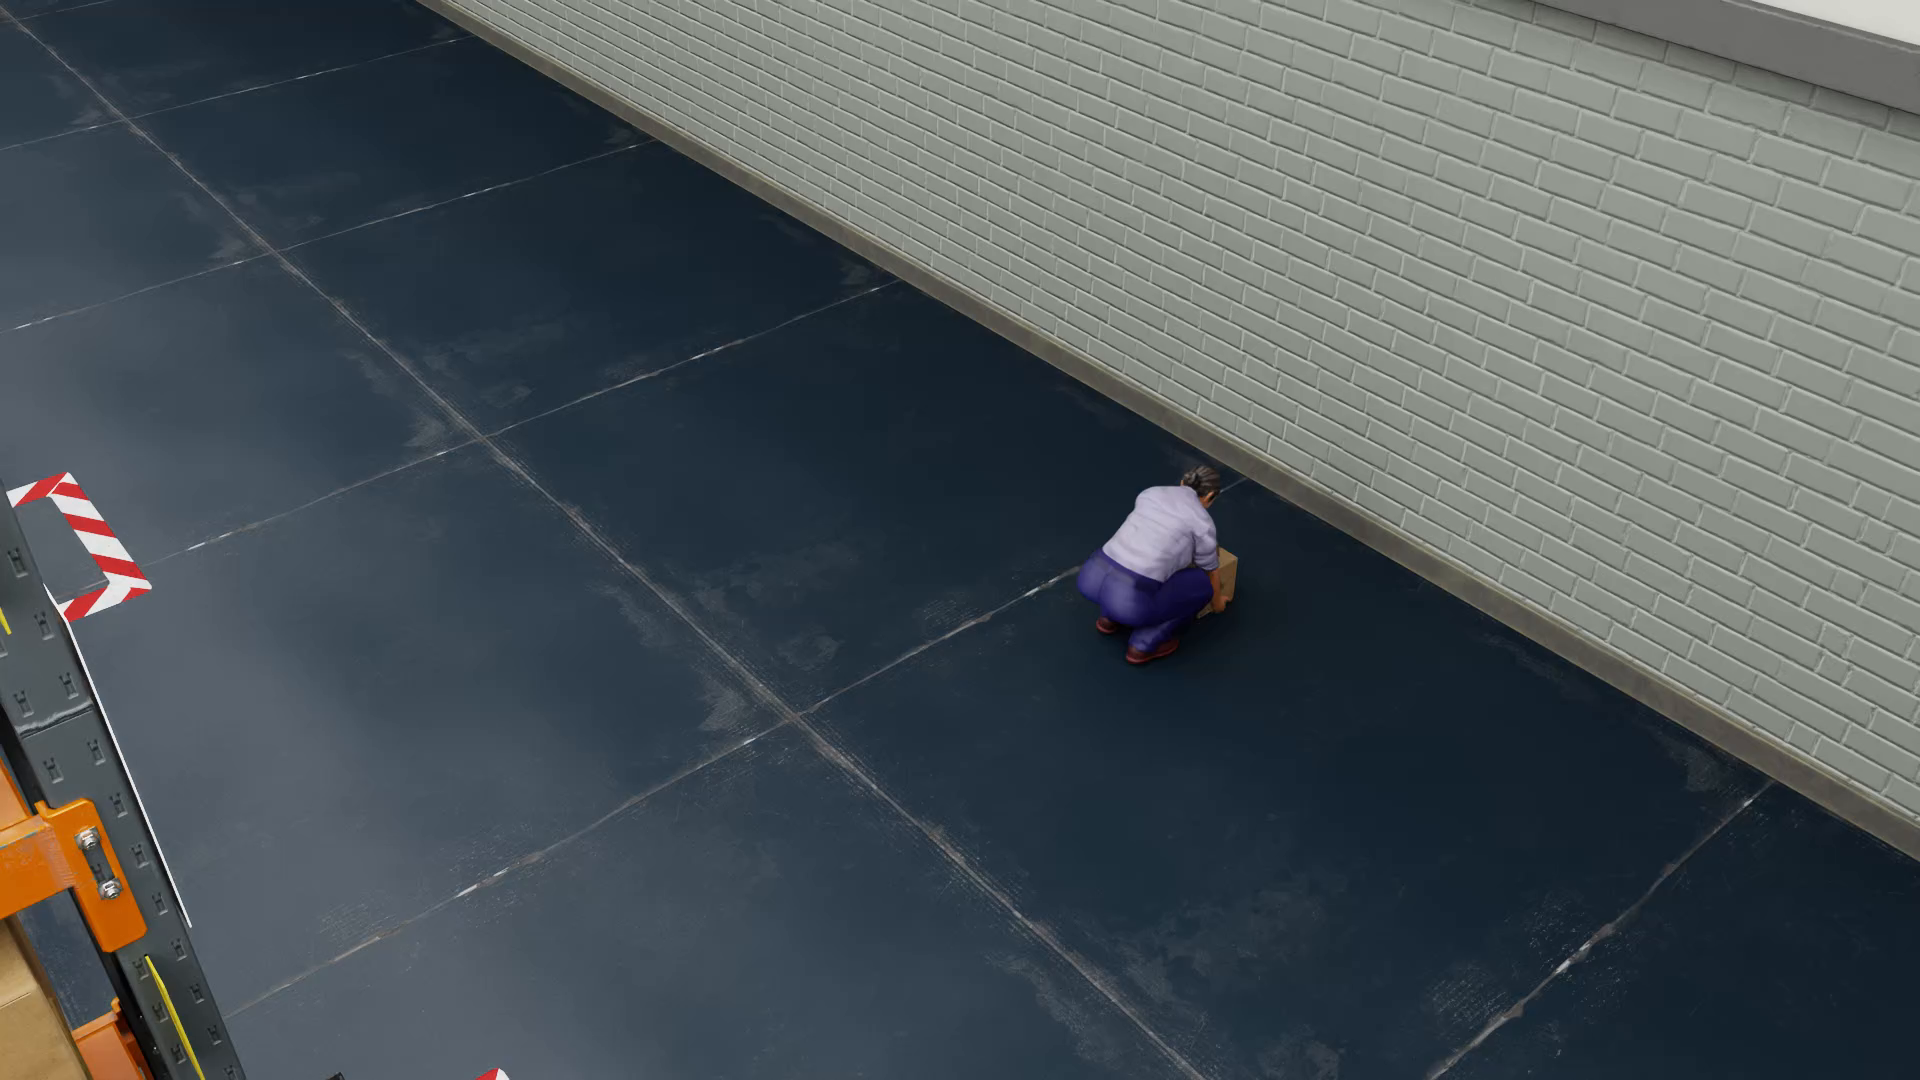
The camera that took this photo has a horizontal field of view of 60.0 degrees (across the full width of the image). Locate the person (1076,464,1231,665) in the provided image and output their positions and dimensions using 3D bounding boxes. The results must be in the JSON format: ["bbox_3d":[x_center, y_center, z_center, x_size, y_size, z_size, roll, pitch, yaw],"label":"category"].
[{"bbox_3d":[0.920,0.136,7.734,0.848,0.816,0.513,-27,44,-32],"label":"person"}]
